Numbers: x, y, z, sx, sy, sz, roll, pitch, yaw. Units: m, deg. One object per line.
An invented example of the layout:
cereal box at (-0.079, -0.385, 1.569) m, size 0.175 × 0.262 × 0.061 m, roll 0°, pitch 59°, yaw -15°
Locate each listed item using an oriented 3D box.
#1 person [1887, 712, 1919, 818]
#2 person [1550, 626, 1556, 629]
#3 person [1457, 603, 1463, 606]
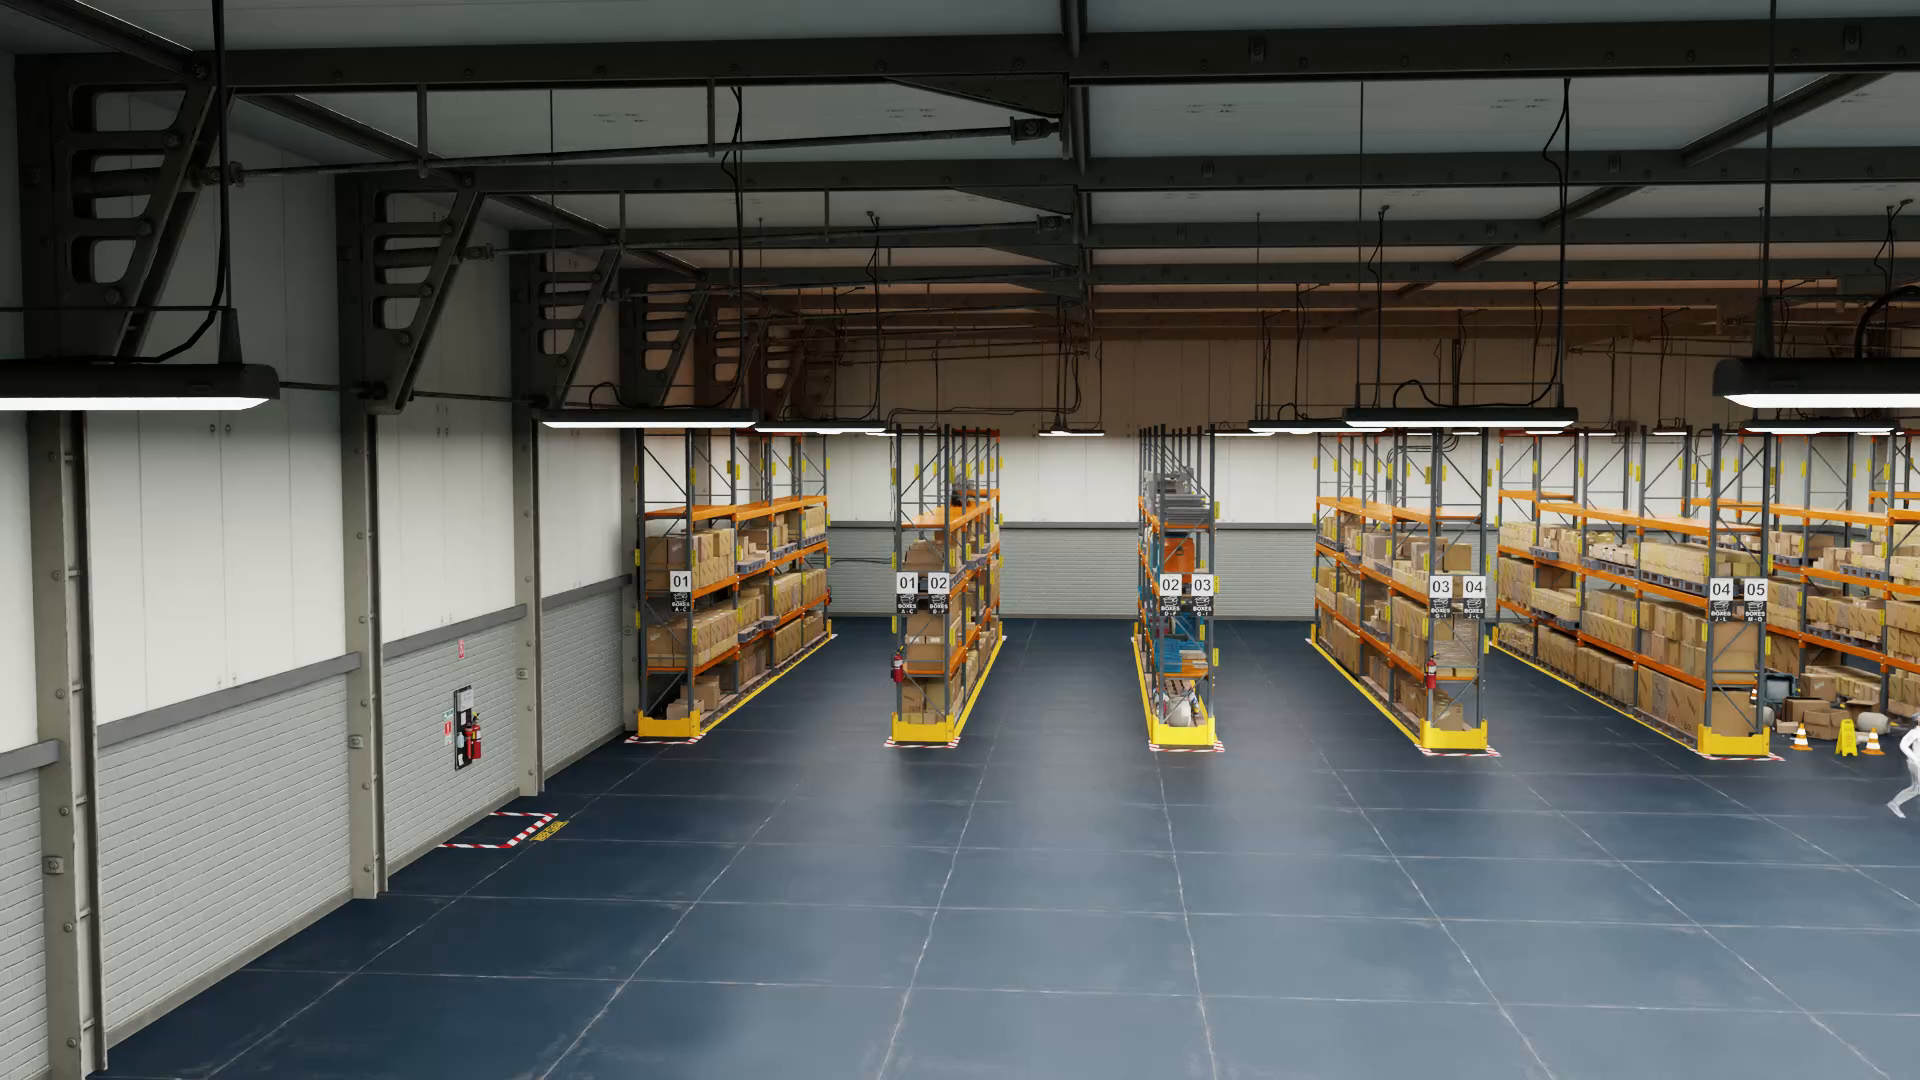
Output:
person at (14.244, 3.353, 24.688) m, size 0.829 × 1.692 × 0.615 m, roll 3°, pitch 5°, yaw 43°
person at (16.726, 2.028, 46.482) m, size 0.728 × 1.776 × 0.797 m, roll -2°, pitch 4°, yaw -24°
person at (13.329, 2.197, 43.681) m, size 0.660 × 1.742 × 0.587 m, roll 1°, pitch 4°, yaw 9°
